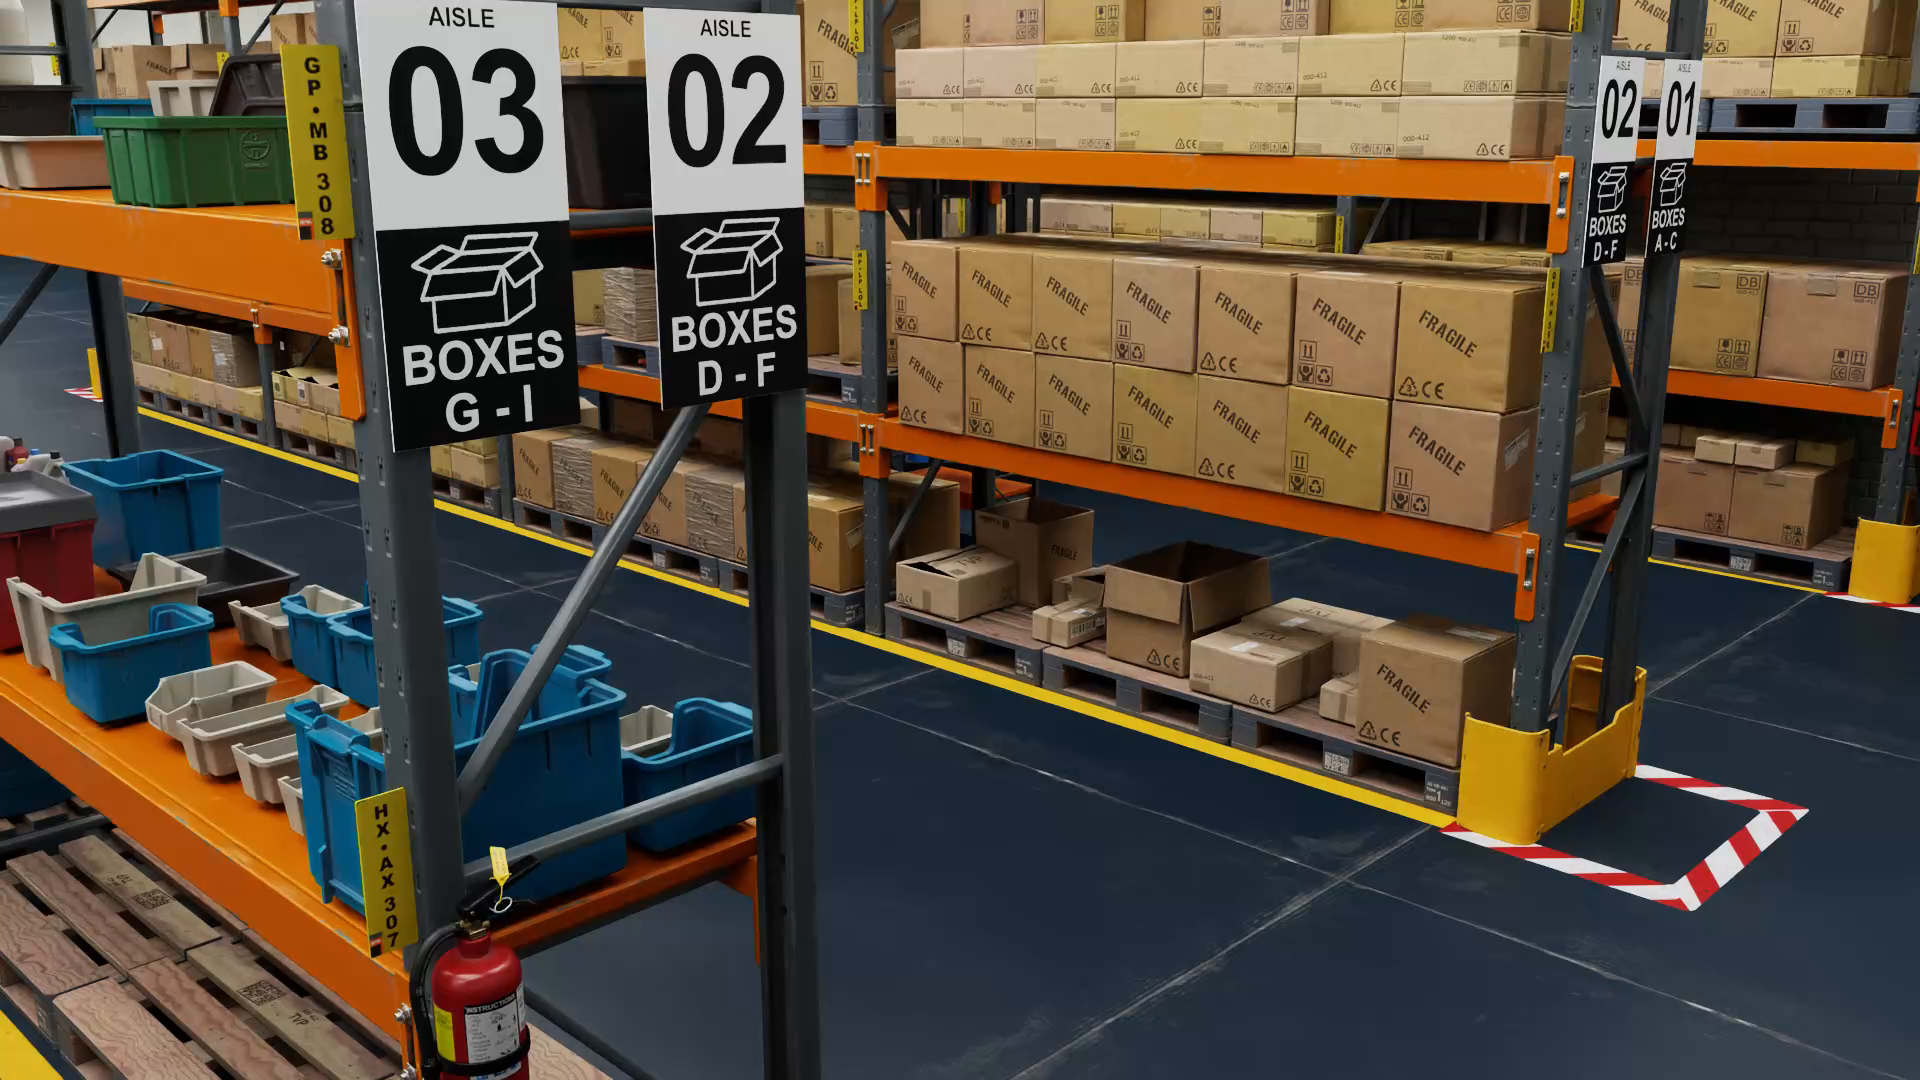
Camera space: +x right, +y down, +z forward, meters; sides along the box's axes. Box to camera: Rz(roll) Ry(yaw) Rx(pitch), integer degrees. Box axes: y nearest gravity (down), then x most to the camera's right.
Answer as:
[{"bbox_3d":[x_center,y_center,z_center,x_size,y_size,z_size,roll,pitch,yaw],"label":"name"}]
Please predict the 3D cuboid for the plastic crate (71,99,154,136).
[{"bbox_3d":[-2.734,-1.352,5.555,0.300,0.233,0.416,14,20,42],"label":"plastic crate"}]

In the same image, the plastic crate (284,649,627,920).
[{"bbox_3d":[-1.102,0.546,3.697,0.499,0.435,0.616,14,20,42],"label":"plastic crate"}]

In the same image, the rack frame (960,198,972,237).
[{"bbox_3d":[0.386,-2.581,15.889,0.127,3.000,1.000,14,20,42],"label":"rack frame"}]

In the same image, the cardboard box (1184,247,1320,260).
[{"bbox_3d":[1.468,-1.206,8.431,0.500,0.500,0.500,13,20,42],"label":"cardboard box"}]

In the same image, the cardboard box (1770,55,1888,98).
[{"bbox_3d":[5.434,-2.892,10.398,0.500,0.250,0.500,-14,20,-42],"label":"cardboard box"}]

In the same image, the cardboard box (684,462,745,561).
[{"bbox_3d":[-1.435,-0.195,10.816,0.500,0.500,0.500,14,20,43],"label":"cardboard box"}]

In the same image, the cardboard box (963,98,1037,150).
[{"bbox_3d":[0.365,-2.142,8.552,0.500,0.250,0.500,14,20,42],"label":"cardboard box"}]

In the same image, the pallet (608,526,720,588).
[{"bbox_3d":[-1.664,0.019,11.440,1.213,0.211,1.003,14,20,42],"label":"pallet"}]

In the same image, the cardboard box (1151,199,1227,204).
[{"bbox_3d":[1.997,-2.843,14.579,0.500,0.250,0.500,13,19,41],"label":"cardboard box"}]

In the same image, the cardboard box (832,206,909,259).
[{"bbox_3d":[-0.872,-3.137,16.951,0.500,0.500,0.700,14,20,42],"label":"cardboard box"}]

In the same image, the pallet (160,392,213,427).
[{"bbox_3d":[-7.355,-1.392,16.857,1.213,0.211,1.003,14,20,42],"label":"pallet"}]

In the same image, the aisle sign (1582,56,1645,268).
[{"bbox_3d":[2.546,-1.472,6.475,0.004,0.787,0.394,14,20,42],"label":"aisle sign"}]

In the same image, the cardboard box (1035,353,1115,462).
[{"bbox_3d":[0.737,-0.714,8.525,0.500,0.500,0.500,14,20,42],"label":"cardboard box"}]

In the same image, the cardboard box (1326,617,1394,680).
[{"bbox_3d":[2.155,0.602,8.252,0.500,0.250,0.500,14,20,42],"label":"cardboard box"}]

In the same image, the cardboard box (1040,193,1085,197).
[{"bbox_3d":[0.892,-3.114,15.618,0.500,0.250,0.500,-14,20,-43],"label":"cardboard box"}]

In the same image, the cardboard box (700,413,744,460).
[{"bbox_3d":[-1.431,-0.739,11.417,0.500,0.250,0.500,13,20,41],"label":"cardboard box"}]

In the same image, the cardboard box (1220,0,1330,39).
[{"bbox_3d":[1.593,-2.523,7.535,0.500,0.500,0.700,14,20,42],"label":"cardboard box"}]

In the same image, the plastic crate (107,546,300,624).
[{"bbox_3d":[-2.619,0.168,5.763,0.590,0.125,0.437,14,20,42],"label":"plastic crate"}]

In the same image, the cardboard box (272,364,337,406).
[{"bbox_3d":[-5.805,-1.408,14.894,0.500,0.311,0.500,14,20,42],"label":"cardboard box"}]

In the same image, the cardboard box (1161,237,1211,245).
[{"bbox_3d":[2.028,-2.295,13.963,0.500,0.500,0.500,14,20,42],"label":"cardboard box"}]

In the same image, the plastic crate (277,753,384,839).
[{"bbox_3d":[-1.444,0.606,4.062,0.243,0.136,0.396,14,20,42],"label":"plastic crate"}]

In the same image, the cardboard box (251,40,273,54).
[{"bbox_3d":[-6.109,-4.288,15.183,0.500,0.500,0.500,-12,19,-40],"label":"cardboard box"}]

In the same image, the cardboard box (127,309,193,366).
[{"bbox_3d":[-8.216,-2.096,17.159,0.500,0.500,0.500,14,20,42],"label":"cardboard box"}]

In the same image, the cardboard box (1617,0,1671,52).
[{"bbox_3d":[4.695,-3.432,10.986,0.500,0.500,0.500,13,19,40],"label":"cardboard box"}]

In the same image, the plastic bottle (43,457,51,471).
[{"bbox_3d":[-3.841,-0.219,7.080,0.097,0.271,0.097,0,15,0],"label":"plastic bottle"}]

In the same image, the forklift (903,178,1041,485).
[{"bbox_3d":[0.130,-2.100,14.180,1.130,2.935,3.031,0,15,2],"label":"forklift"}]

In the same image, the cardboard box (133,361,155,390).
[{"bbox_3d":[-8.215,-1.733,17.254,0.500,0.250,0.500,14,20,42],"label":"cardboard box"}]

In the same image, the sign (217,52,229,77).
[{"bbox_3d":[-6.313,-4.020,14.281,0.005,0.325,0.100,14,20,42],"label":"sign"}]

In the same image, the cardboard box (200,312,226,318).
[{"bbox_3d":[-7.486,-2.105,17.194,0.500,0.500,0.500,14,20,42],"label":"cardboard box"}]

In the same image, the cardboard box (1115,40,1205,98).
[{"bbox_3d":[1.081,-2.208,7.813,0.500,0.250,0.500,14,20,42],"label":"cardboard box"}]

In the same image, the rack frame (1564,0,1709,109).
[{"bbox_3d":[2.709,-3.184,6.306,0.127,3.000,1.000,14,20,42],"label":"rack frame"}]

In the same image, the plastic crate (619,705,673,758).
[{"bbox_3d":[-0.854,0.542,4.308,0.298,0.136,0.250,14,20,42],"label":"plastic crate"}]

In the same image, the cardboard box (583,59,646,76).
[{"bbox_3d":[-1.971,-2.931,11.084,0.500,0.500,0.910,14,20,42],"label":"cardboard box"}]

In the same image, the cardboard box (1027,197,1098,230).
[{"bbox_3d":[0.921,-2.926,14.897,0.500,0.250,0.500,13,20,41],"label":"cardboard box"}]

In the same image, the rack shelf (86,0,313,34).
[{"bbox_3d":[-7.369,-5.093,15.850,4.000,0.370,1.077,14,20,42],"label":"rack shelf"}]

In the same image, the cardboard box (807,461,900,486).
[{"bbox_3d":[-0.741,-0.205,10.854,0.500,0.500,0.500,14,20,43],"label":"cardboard box"}]

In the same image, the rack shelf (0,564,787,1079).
[{"bbox_3d":[-2.171,0.615,5.048,4.000,0.370,1.077,14,20,42],"label":"rack shelf"}]

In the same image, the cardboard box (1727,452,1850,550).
[{"bbox_3d":[5.572,-0.279,11.178,0.500,0.500,0.700,14,20,42],"label":"cardboard box"}]

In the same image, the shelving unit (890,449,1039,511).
[{"bbox_3d":[0.005,-0.543,11.786,1.048,1.125,0.538,14,20,42],"label":"shelving unit"}]

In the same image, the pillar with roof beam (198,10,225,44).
[{"bbox_3d":[-15.895,-8.238,25.700,0.400,9.000,9.100,14,20,42],"label":"pillar with roof beam"}]

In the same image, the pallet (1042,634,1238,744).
[{"bbox_3d":[1.206,0.702,8.819,1.213,0.211,1.003,14,20,42],"label":"pallet"}]

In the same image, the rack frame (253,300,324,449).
[{"bbox_3d":[-5.929,-2.381,15.122,0.127,3.000,1.000,14,20,42],"label":"rack frame"}]

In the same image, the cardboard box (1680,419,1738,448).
[{"bbox_3d":[5.255,-0.740,11.660,0.250,0.149,0.380,14,20,43],"label":"cardboard box"}]

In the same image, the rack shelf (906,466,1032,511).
[{"bbox_3d":[0.005,-0.307,11.847,1.000,0.278,0.538,14,20,42],"label":"rack shelf"}]

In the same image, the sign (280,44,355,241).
[{"bbox_3d":[-1.102,-0.681,2.855,0.005,0.325,0.100,14,20,42],"label":"sign"}]

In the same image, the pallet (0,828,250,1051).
[{"bbox_3d":[-3.055,1.388,6.186,1.213,0.211,1.003,14,20,42],"label":"pallet"}]

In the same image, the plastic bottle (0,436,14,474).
[{"bbox_3d":[-4.346,-0.335,7.515,0.135,0.276,0.152,14,20,42],"label":"plastic bottle"}]

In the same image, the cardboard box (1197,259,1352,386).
[{"bbox_3d":[1.457,-1.020,7.715,0.500,0.500,0.500,-14,20,-43],"label":"cardboard box"}]

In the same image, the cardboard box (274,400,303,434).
[{"bbox_3d":[-5.811,-1.138,14.973,0.500,0.250,0.500,13,19,41],"label":"cardboard box"}]

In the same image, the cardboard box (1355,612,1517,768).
[{"bbox_3d":[2.147,0.665,7.516,0.500,0.500,0.500,14,20,42],"label":"cardboard box"}]

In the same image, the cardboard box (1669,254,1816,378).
[{"bbox_3d":[5.239,-1.539,11.294,0.700,0.700,0.980,13,20,42],"label":"cardboard box"}]
